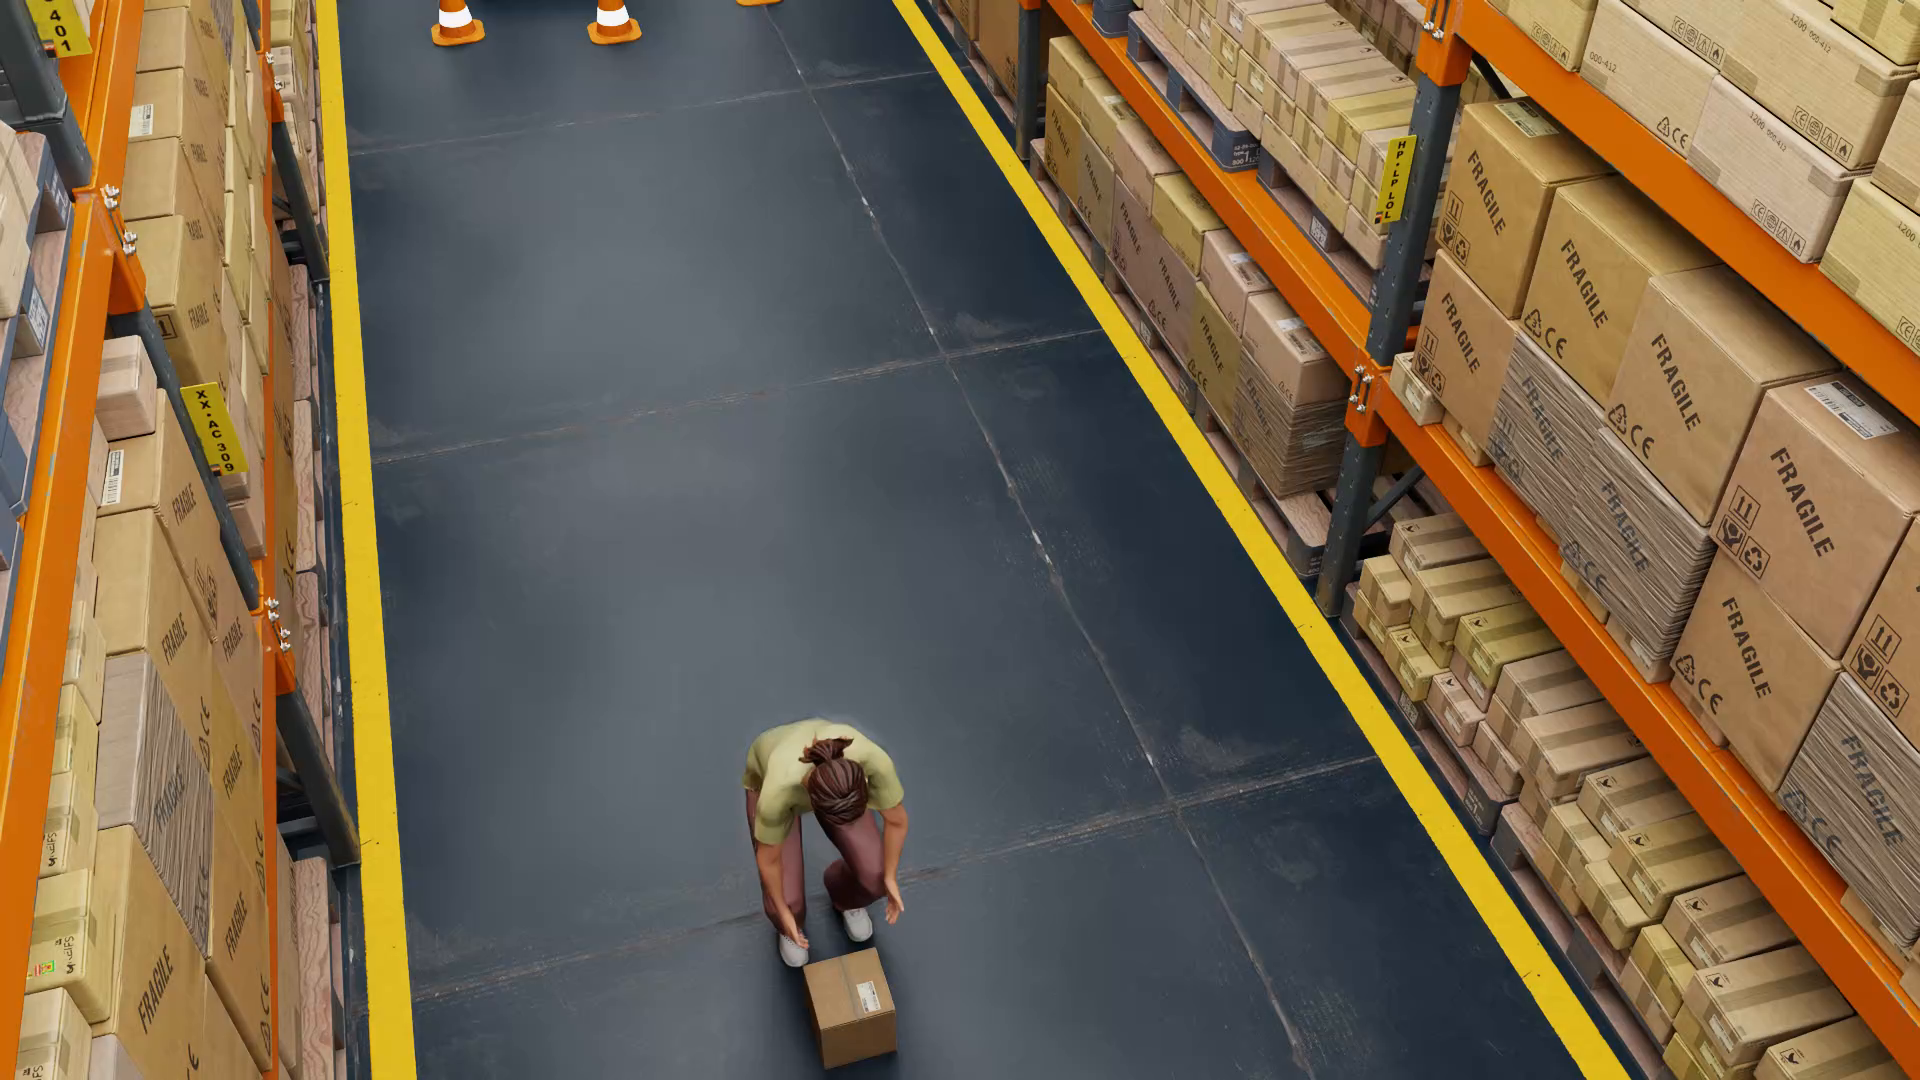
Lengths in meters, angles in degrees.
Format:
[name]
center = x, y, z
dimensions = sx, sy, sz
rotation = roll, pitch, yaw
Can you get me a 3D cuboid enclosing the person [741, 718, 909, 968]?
[person]
center = -0.444, 0.950, 5.486
dimensions = 0.506, 1.187, 0.730
rotation = -12, 44, -13
